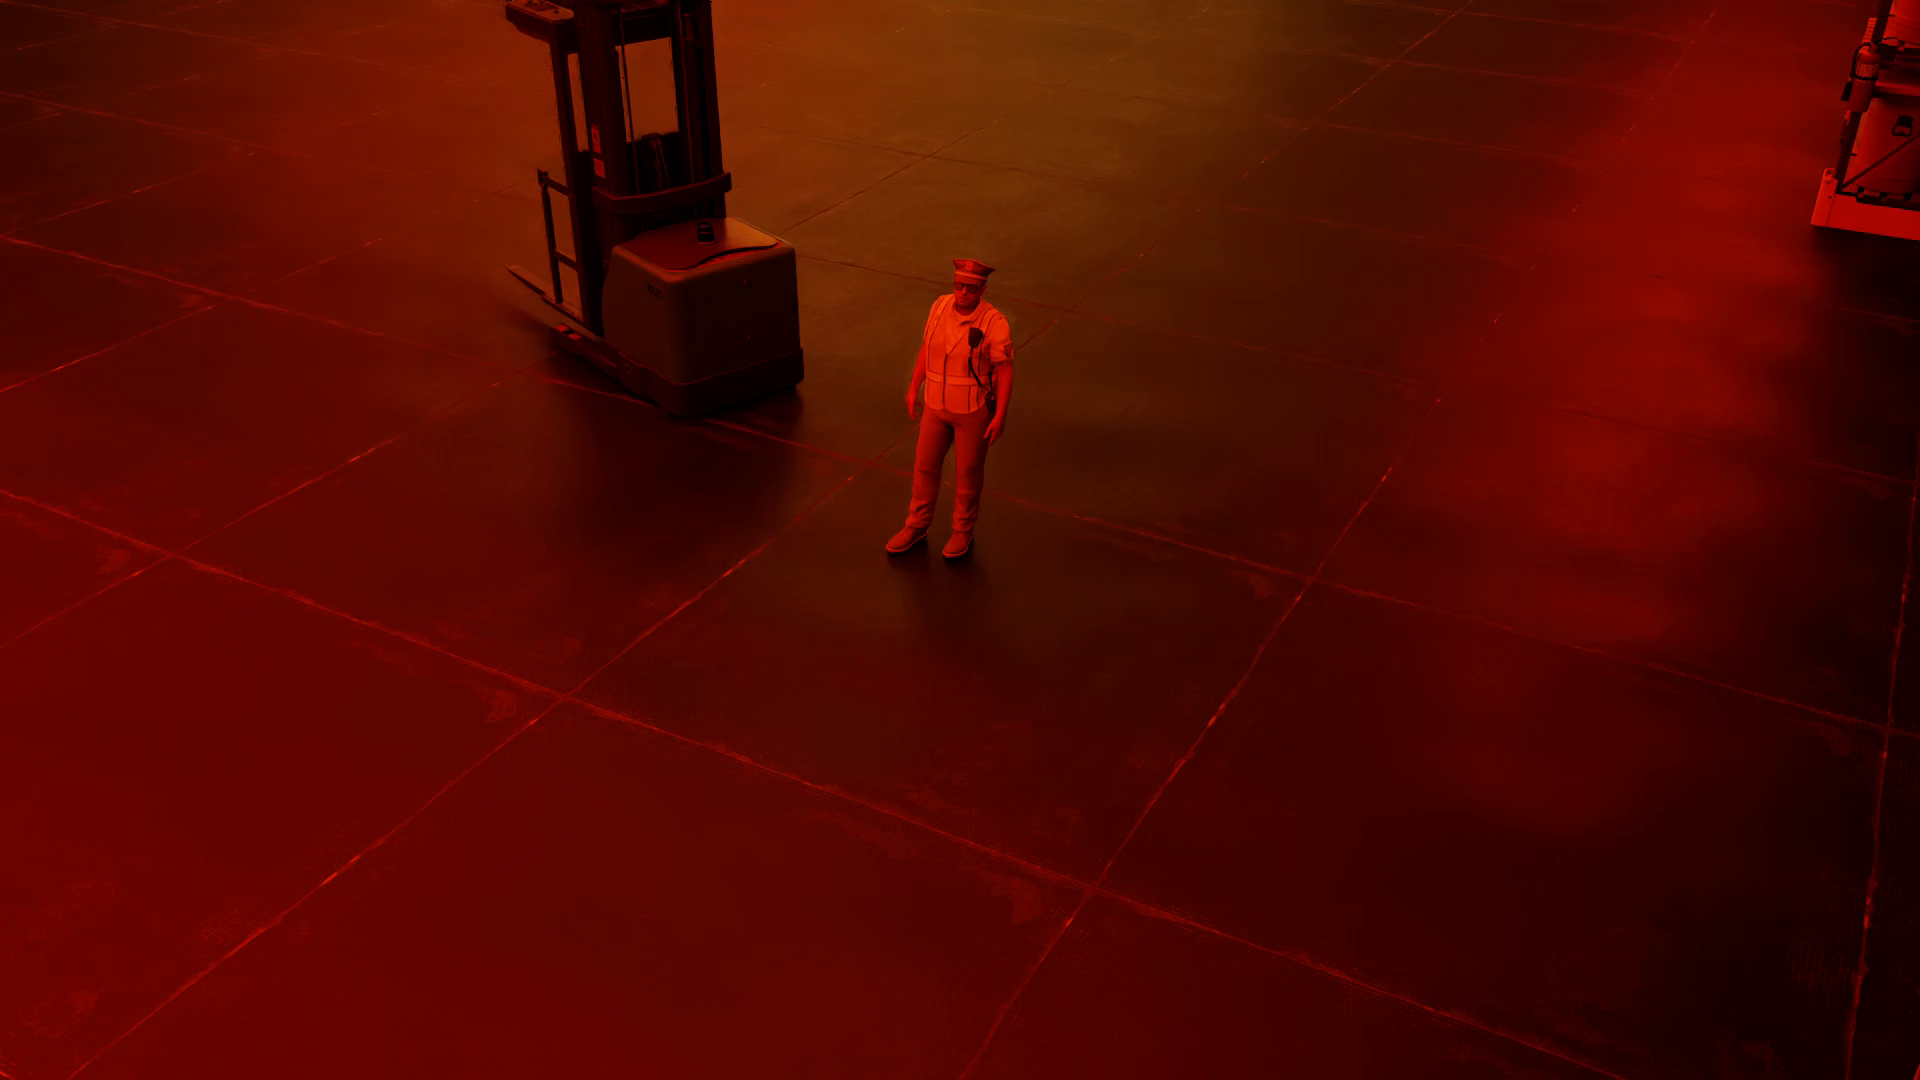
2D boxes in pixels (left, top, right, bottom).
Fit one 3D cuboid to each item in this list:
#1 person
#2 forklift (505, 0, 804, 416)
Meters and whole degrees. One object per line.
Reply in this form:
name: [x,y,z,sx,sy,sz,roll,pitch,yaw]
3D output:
person: [-0.048,-0.747,9.499,0.641,1.780,0.574,15,33,25]
forklift: [-2.425,-2.779,11.886,1.130,2.935,3.031,-22,37,-33]
